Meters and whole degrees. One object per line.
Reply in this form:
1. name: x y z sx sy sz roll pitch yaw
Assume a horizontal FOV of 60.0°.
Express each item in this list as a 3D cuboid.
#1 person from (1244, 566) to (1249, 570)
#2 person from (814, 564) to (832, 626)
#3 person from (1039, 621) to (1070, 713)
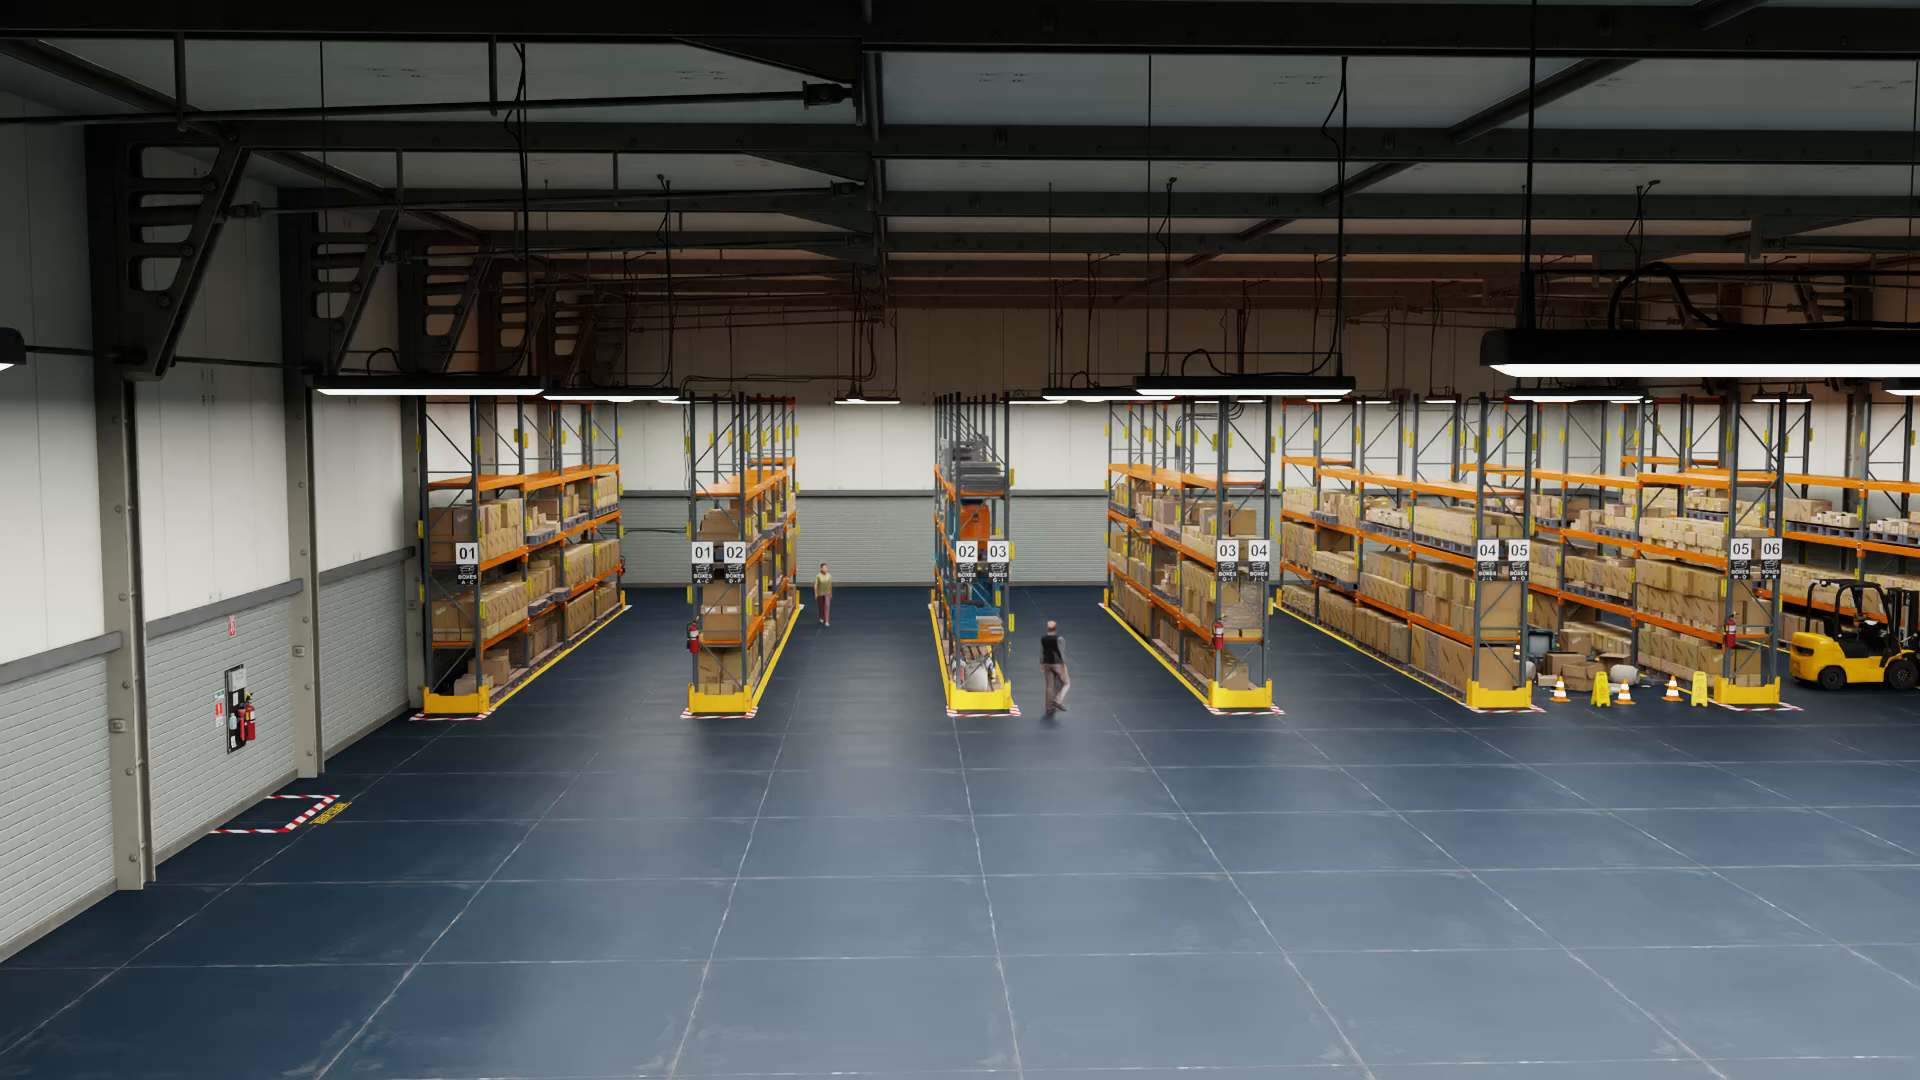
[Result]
1. person: 8.416 1.025 48.319 0.586 1.798 0.580 -4 6 -39
2. person: -3.582 1.418 43.552 0.466 1.612 1.082 0 5 -6
3. person: 1.754 2.367 31.144 0.646 1.702 0.469 4 6 38
